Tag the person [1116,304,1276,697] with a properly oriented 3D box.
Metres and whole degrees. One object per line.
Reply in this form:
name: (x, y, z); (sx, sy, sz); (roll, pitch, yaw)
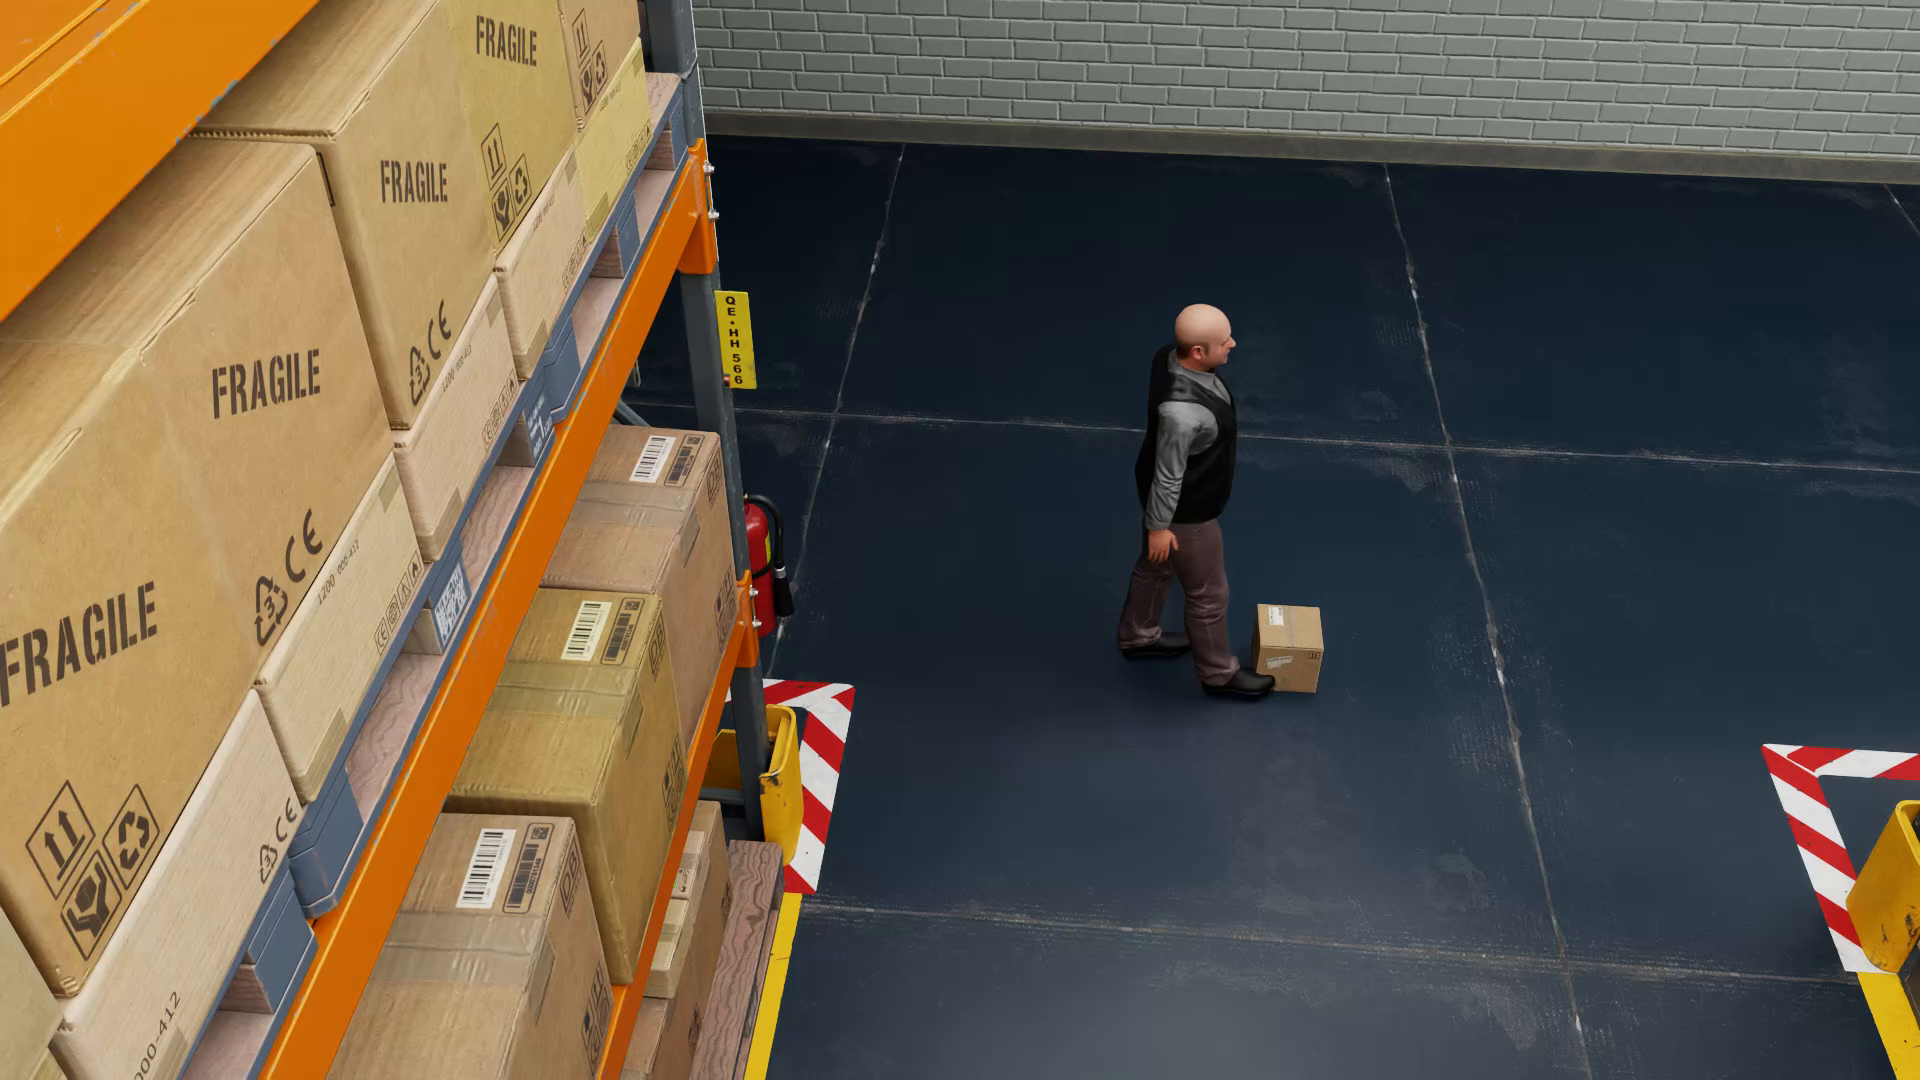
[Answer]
person: (0.965, -0.169, 6.367); (0.636, 1.714, 0.553); (0, 40, 0)
